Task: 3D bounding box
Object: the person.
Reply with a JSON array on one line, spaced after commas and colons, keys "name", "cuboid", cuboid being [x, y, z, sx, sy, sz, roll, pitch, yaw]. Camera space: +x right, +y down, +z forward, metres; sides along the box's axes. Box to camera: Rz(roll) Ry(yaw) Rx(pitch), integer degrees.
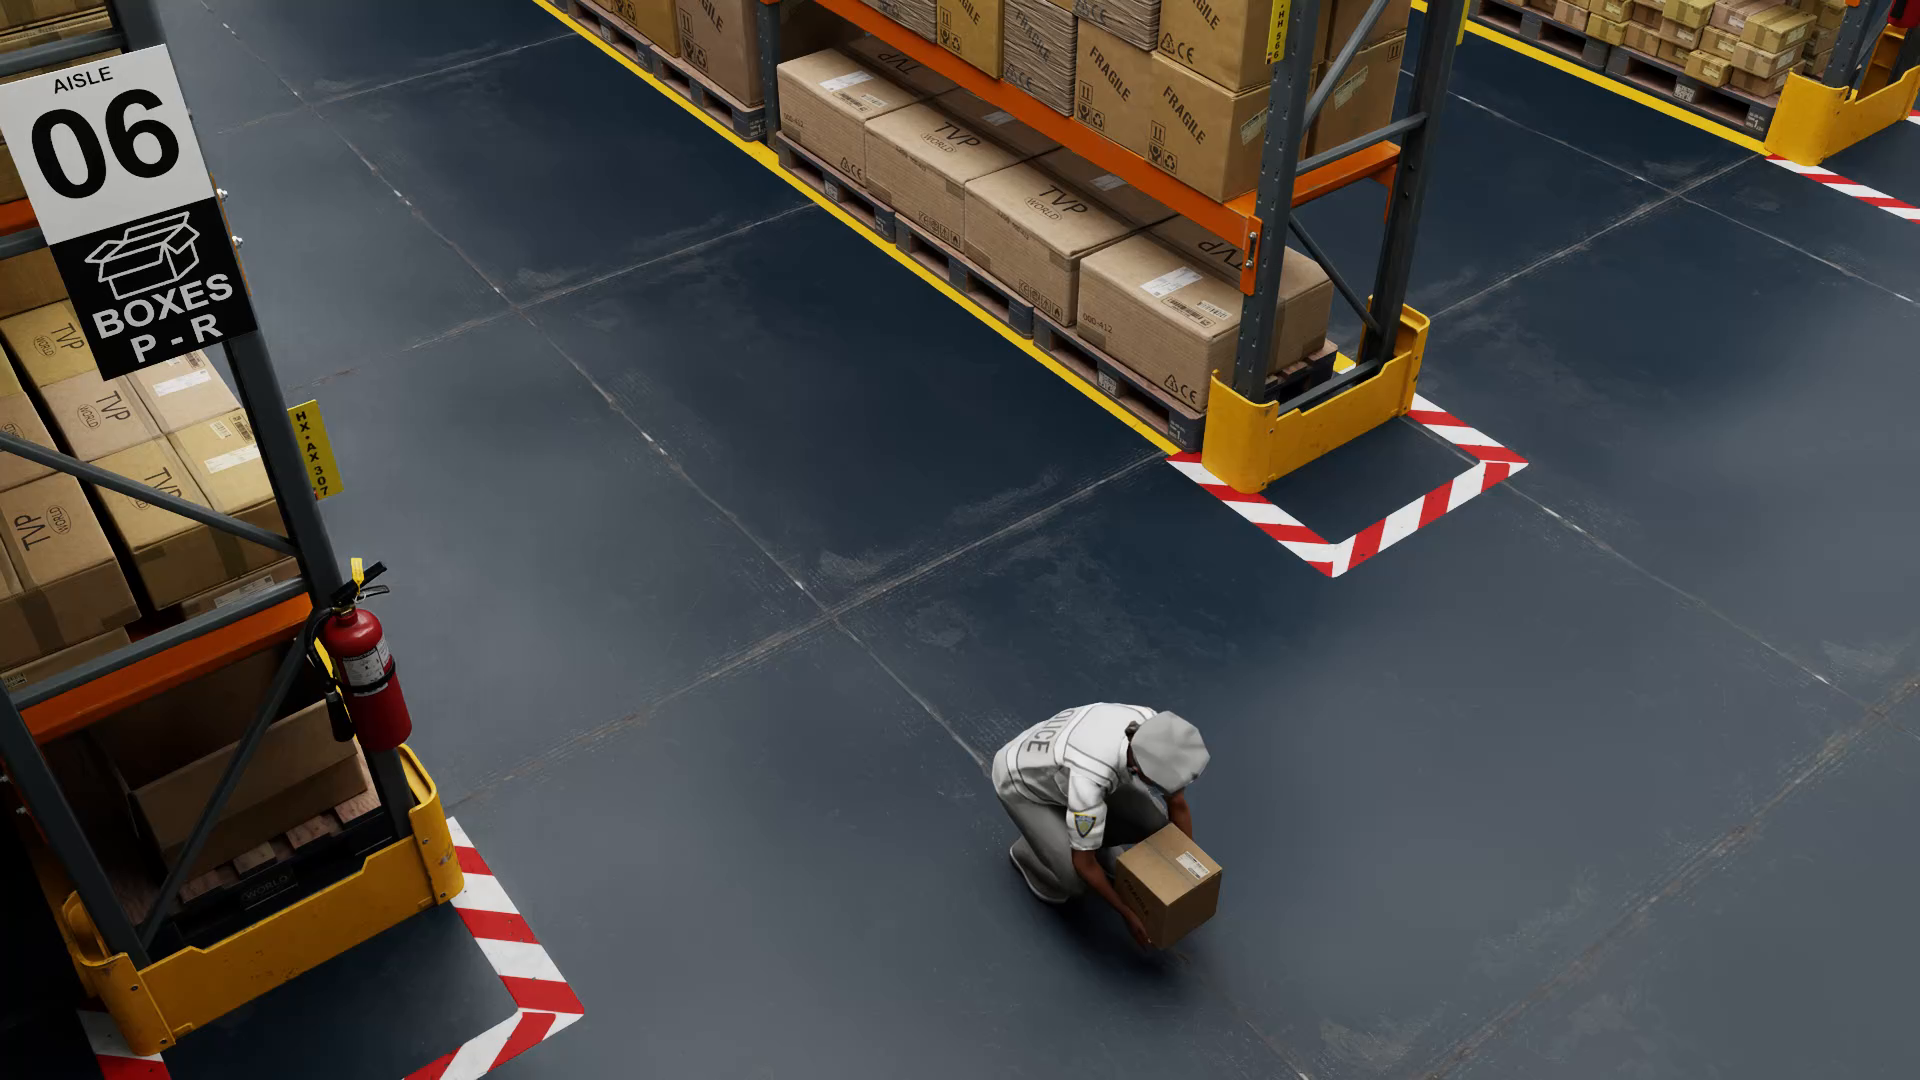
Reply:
[{"name": "person", "cuboid": [0.478, 0.885, 5.676, 0.485, 0.961, 0.839, -27, 47, -28]}]
